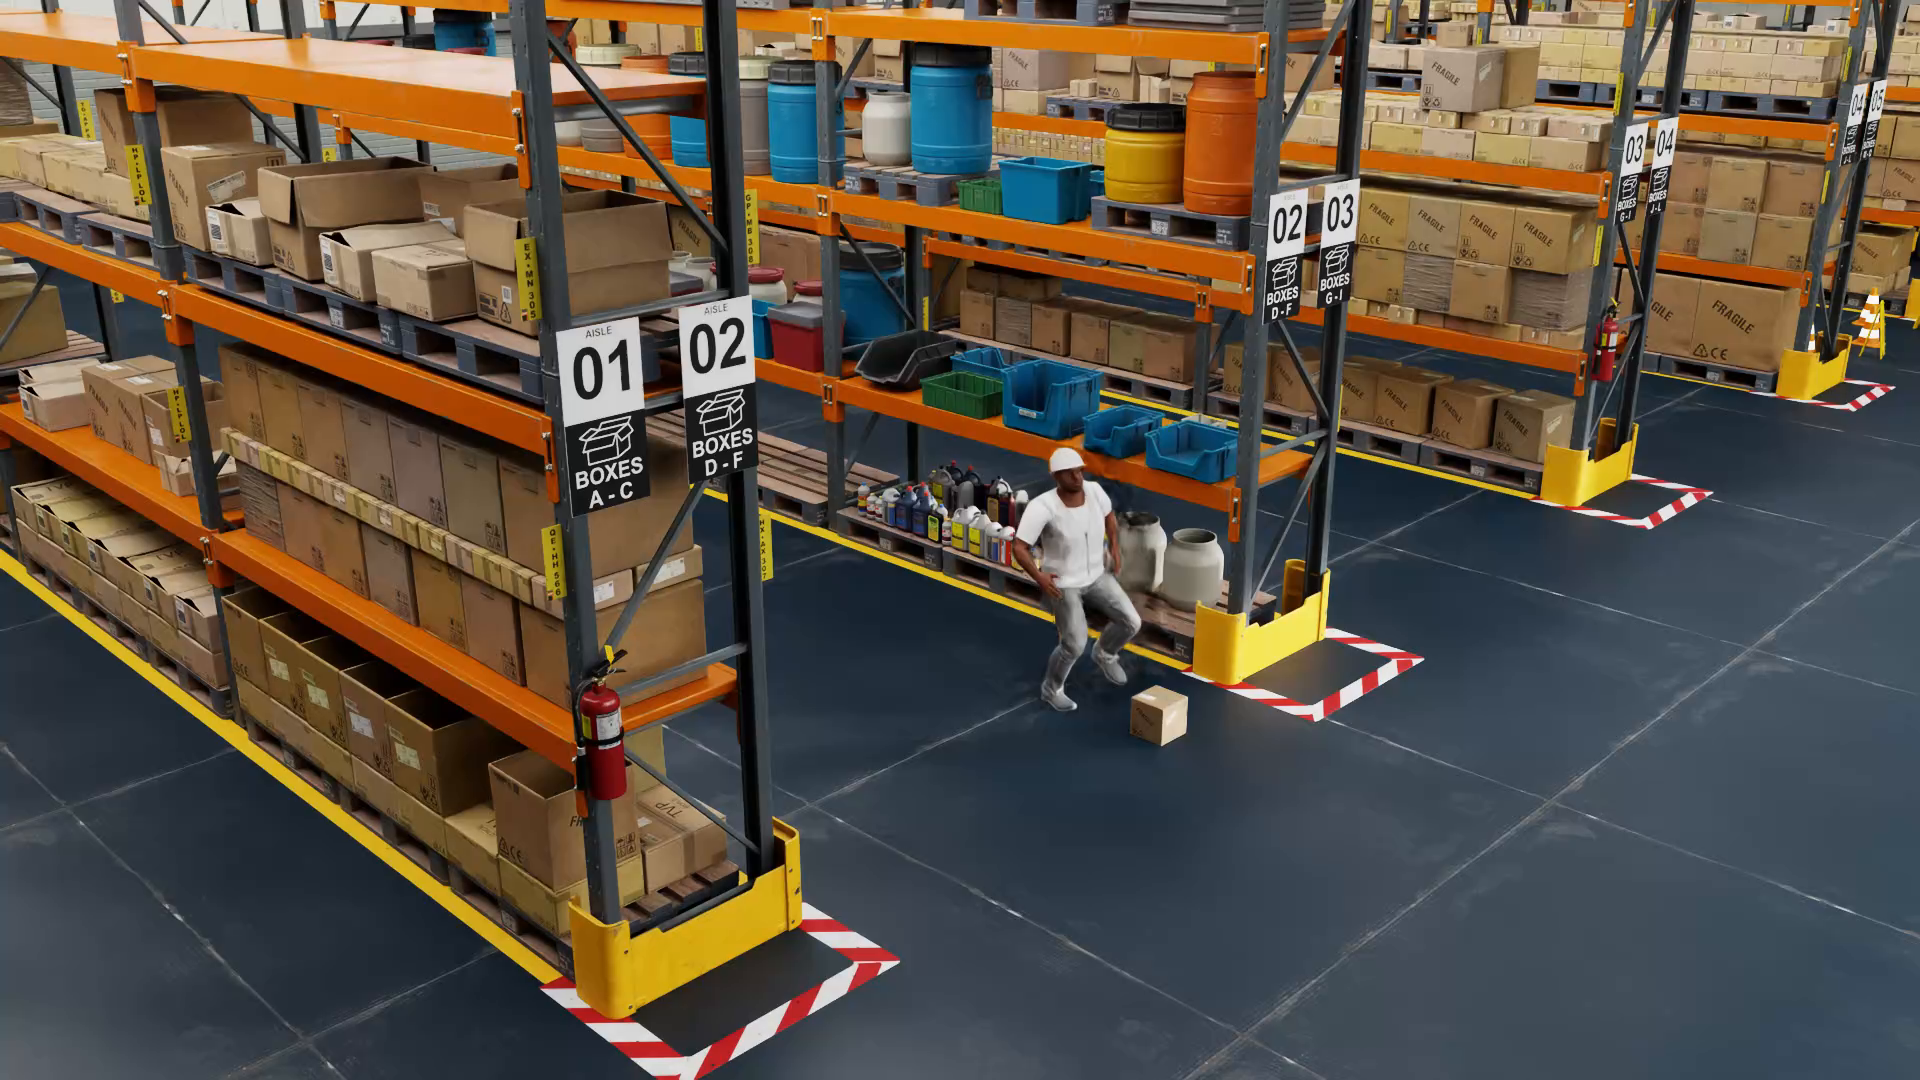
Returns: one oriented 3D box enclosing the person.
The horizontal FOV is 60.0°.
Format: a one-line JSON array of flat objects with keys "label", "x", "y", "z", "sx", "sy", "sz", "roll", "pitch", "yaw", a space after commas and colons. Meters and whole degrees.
[{"label": "person", "x": 0.765, "y": 0.257, "z": 10.420, "sx": 0.804, "sy": 1.720, "sz": 0.552, "roll": -17, "pitch": 26, "yaw": -38}]
